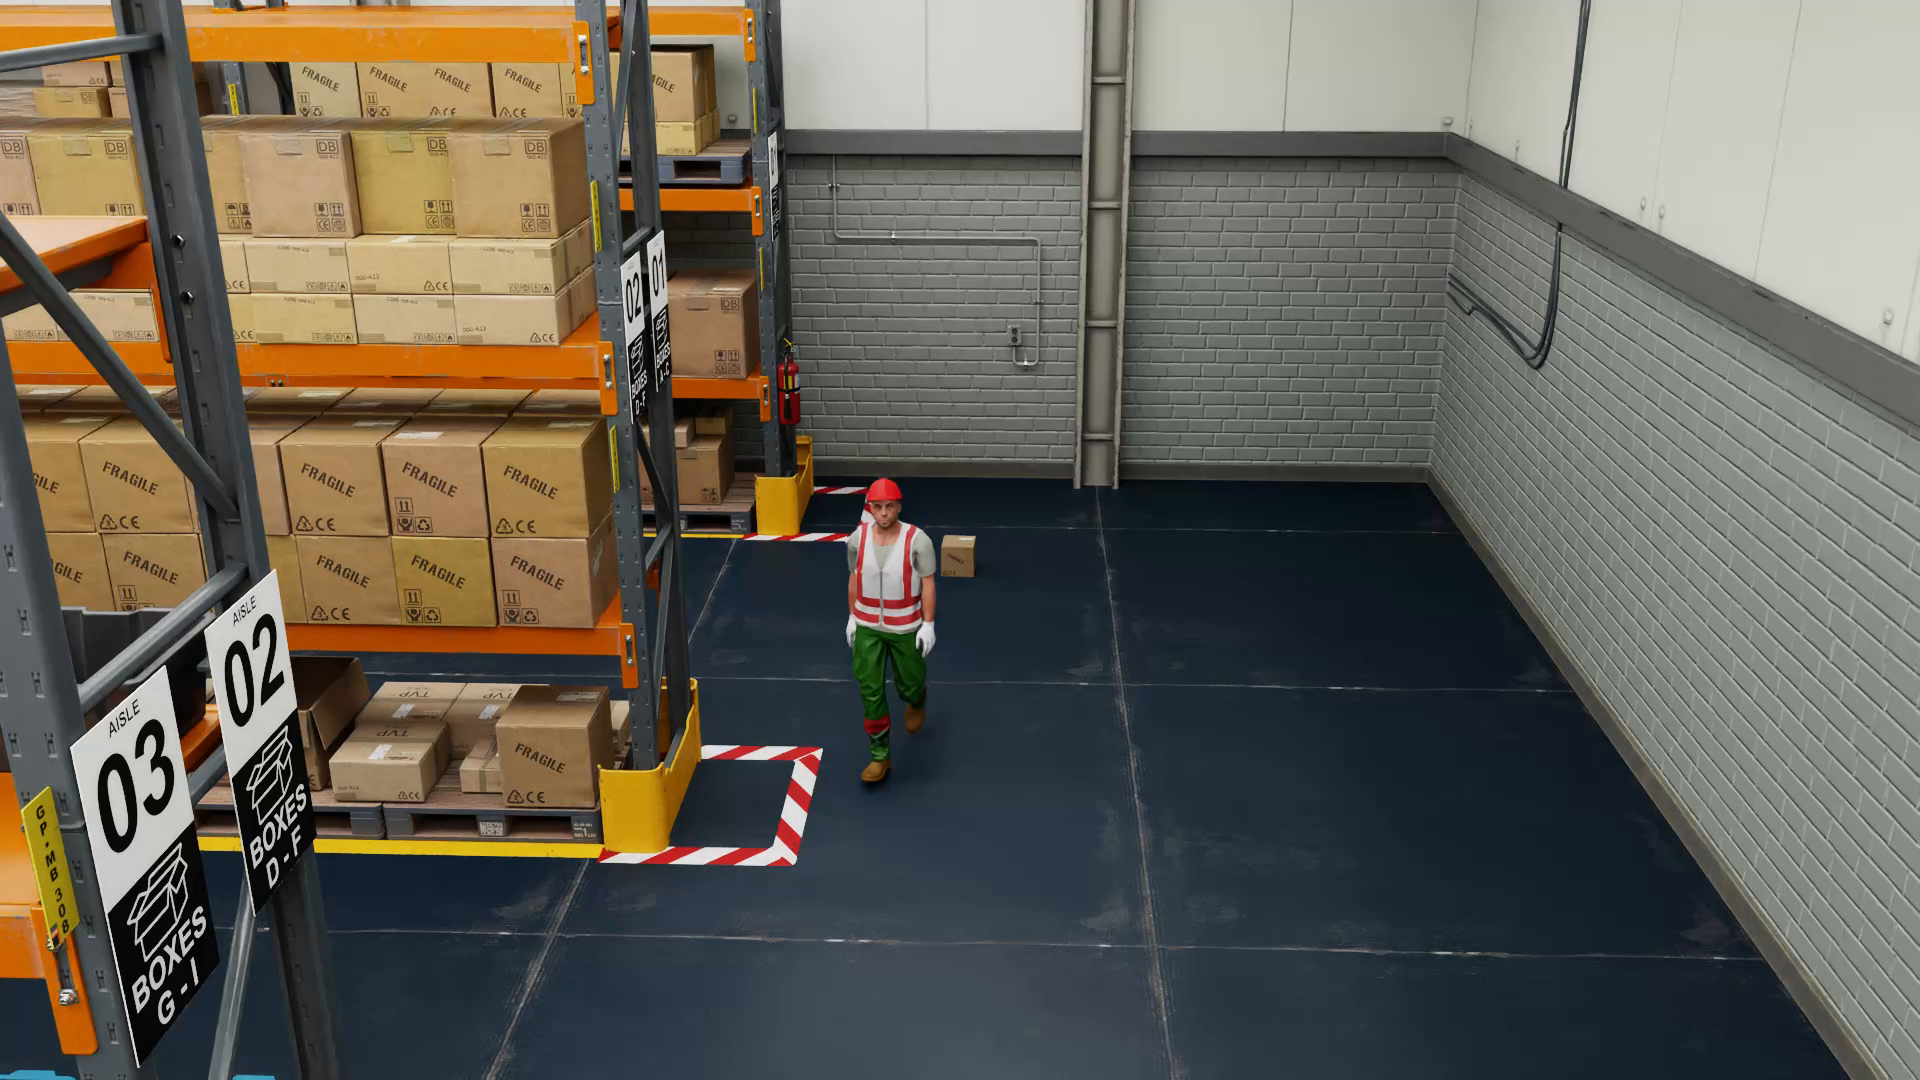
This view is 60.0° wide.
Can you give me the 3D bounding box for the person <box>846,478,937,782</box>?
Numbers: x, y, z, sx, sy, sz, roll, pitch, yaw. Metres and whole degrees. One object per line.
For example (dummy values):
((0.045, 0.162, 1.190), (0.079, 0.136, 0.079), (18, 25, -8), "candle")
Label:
((-0.404, 0.482, 9.726), (0.551, 1.770, 0.789), (4, 21, 10), "person")
